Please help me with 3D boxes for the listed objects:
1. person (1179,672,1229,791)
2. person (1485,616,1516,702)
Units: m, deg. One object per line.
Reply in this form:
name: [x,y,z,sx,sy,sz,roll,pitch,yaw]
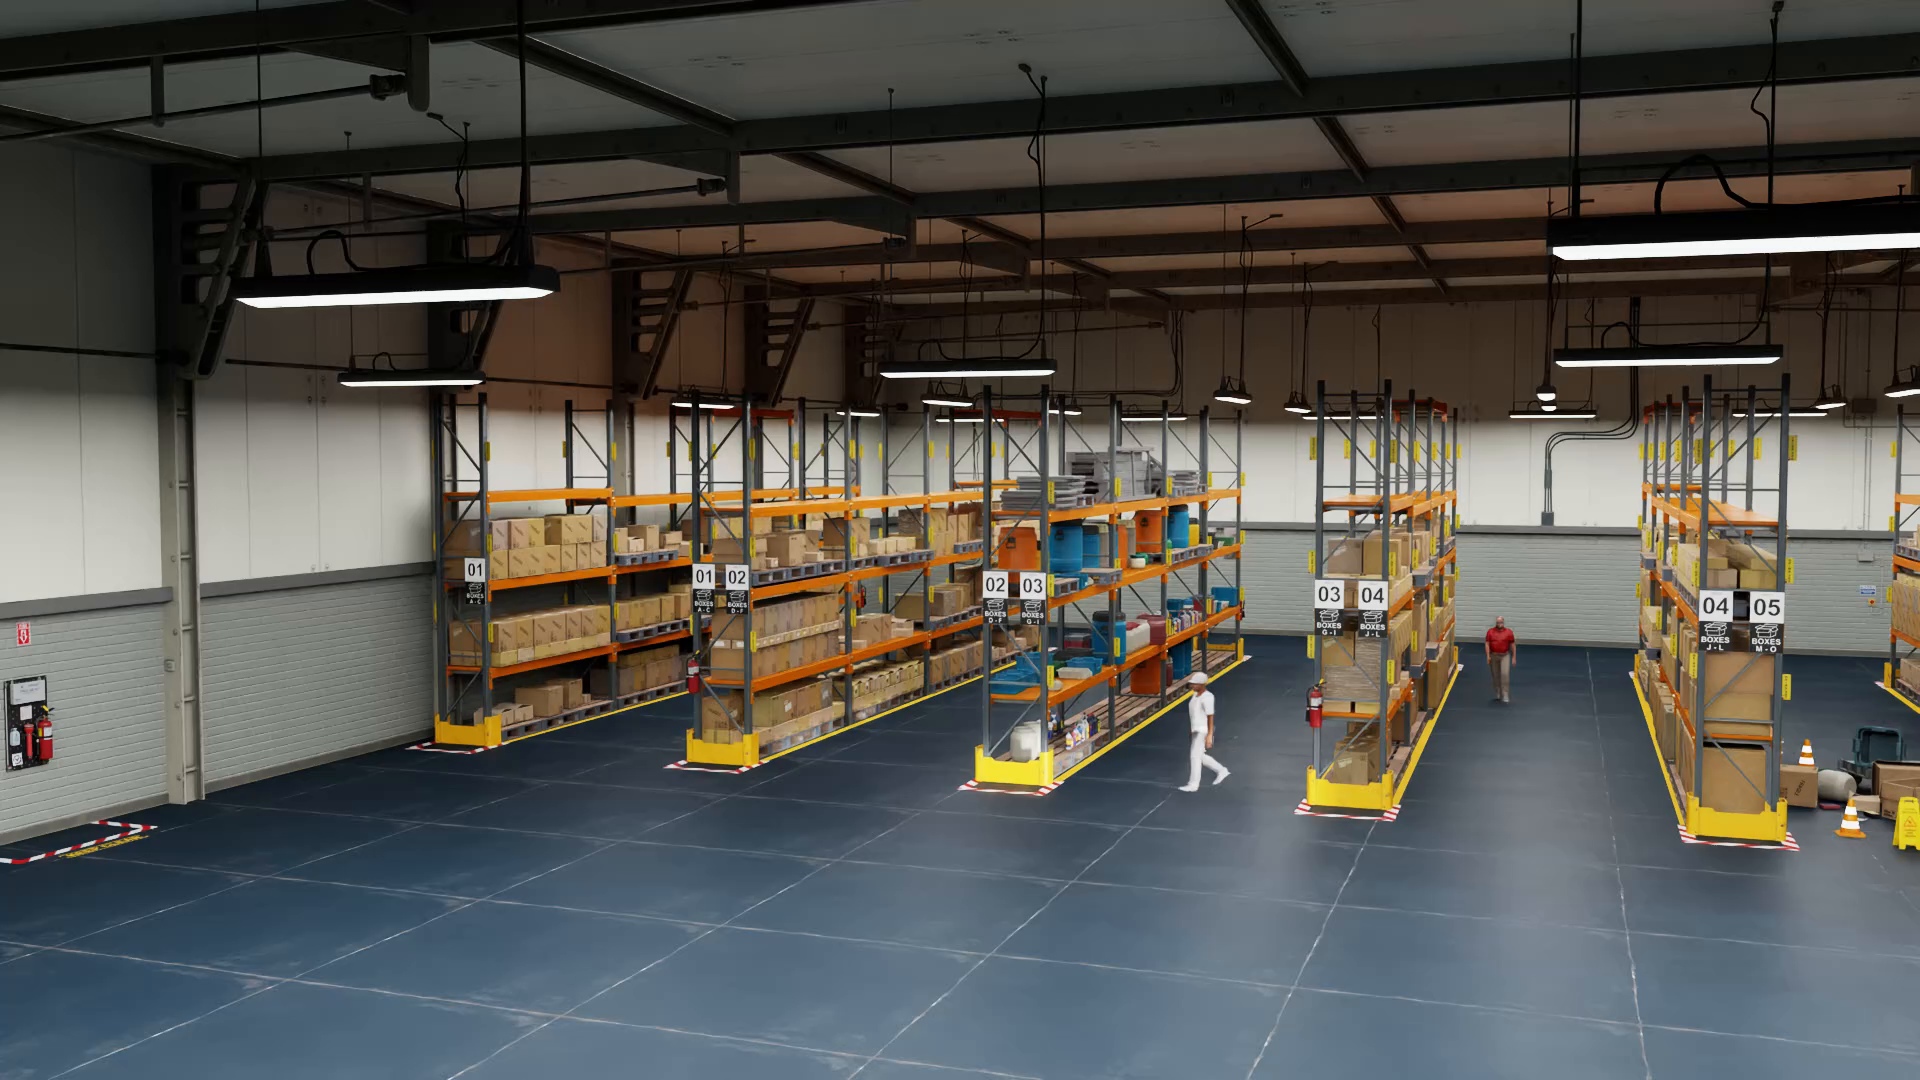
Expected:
person: [3.606,2.824,24.552,0.825,1.753,0.660,0,3,-9]
person: [10.788,2.365,33.246,0.578,1.679,0.961,2,3,28]
